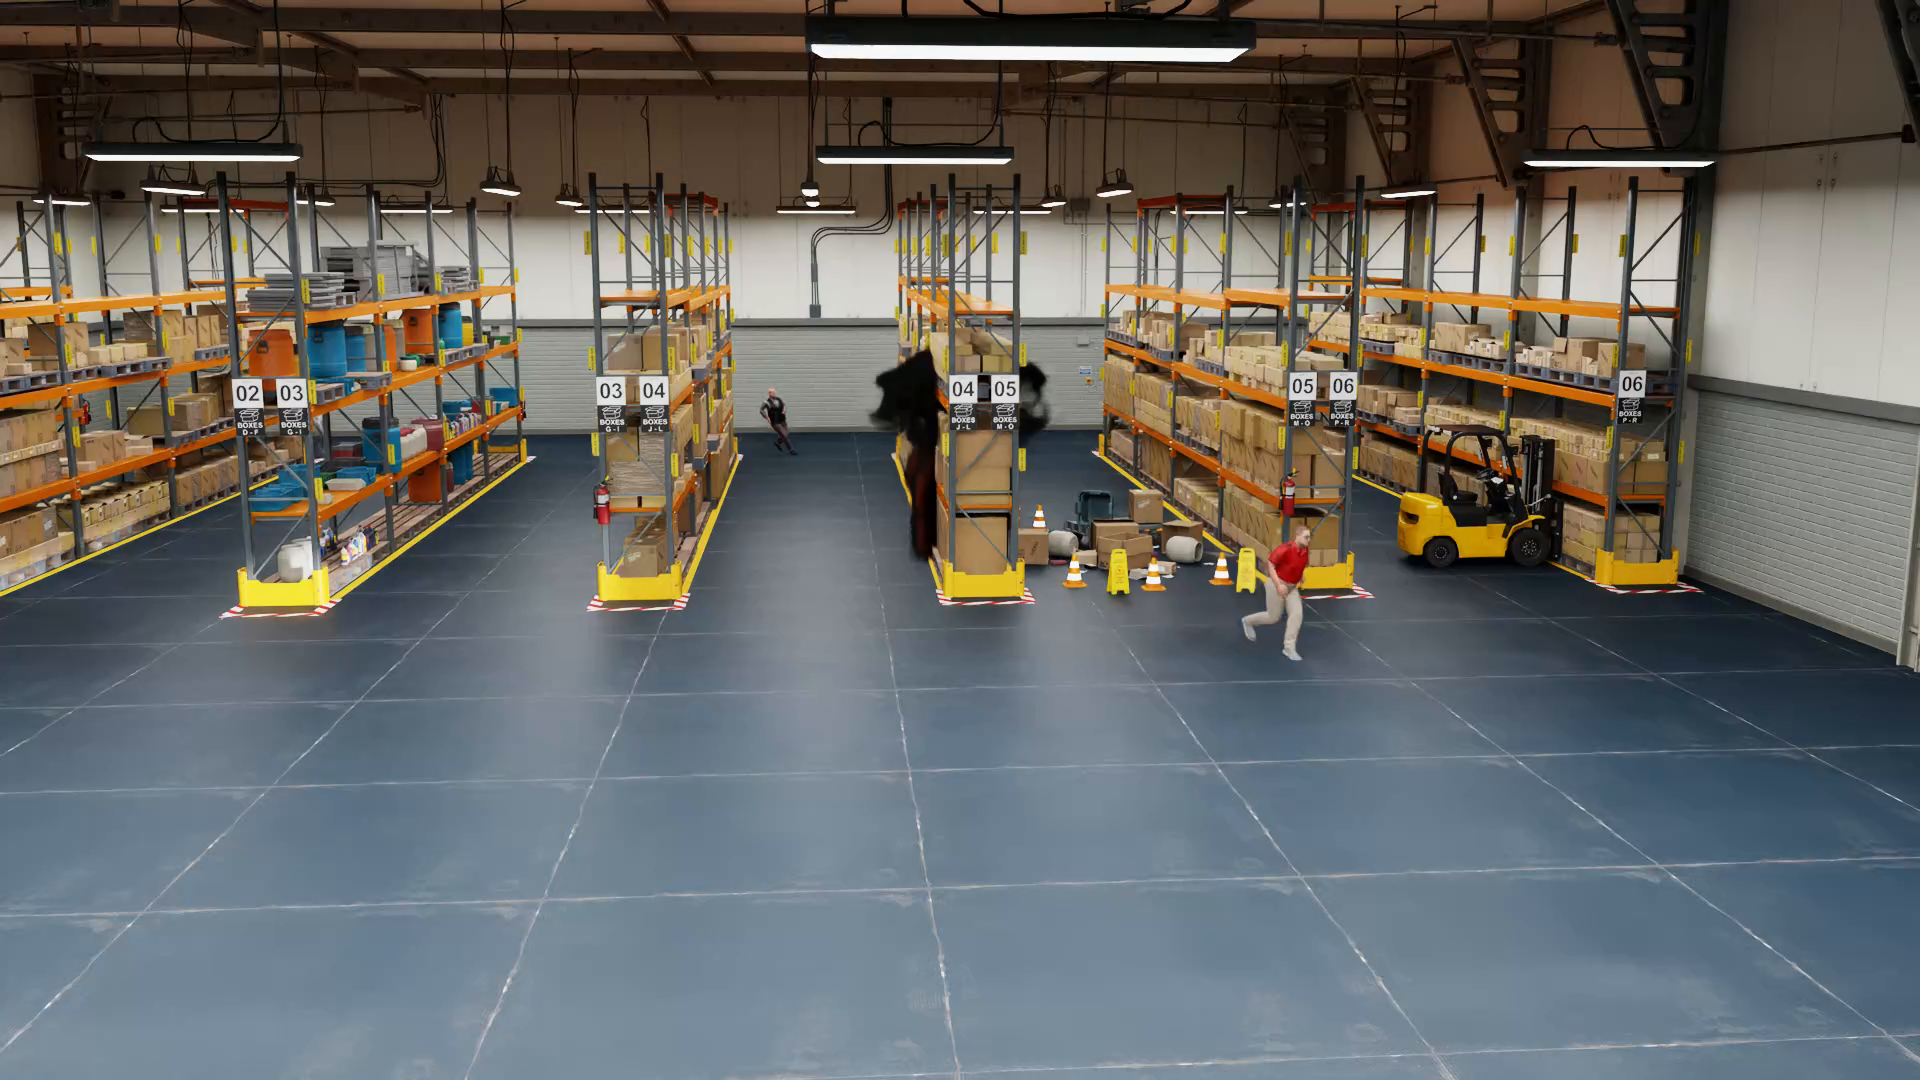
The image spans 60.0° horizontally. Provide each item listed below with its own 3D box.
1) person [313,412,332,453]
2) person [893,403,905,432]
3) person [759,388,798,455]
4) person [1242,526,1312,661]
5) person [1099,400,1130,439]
[{"bbox_3d":[-15.271,-2.812,39.764,0.911,1.672,0.662,6,12,31],"label":"person"},{"bbox_3d":[-1.263,-3.111,41.240,0.790,1.758,0.658,-8,13,-38],"label":"person"},{"bbox_3d":[-4.444,-2.863,40.263,0.758,1.625,0.794,-10,14,-44],"label":"person"},{"bbox_3d":[3.930,0.619,20.599,0.675,1.691,0.956,-10,14,-44],"label":"person"},{"bbox_3d":[3.990,-3.335,42.567,0.918,1.764,0.712,-5,11,-26],"label":"person"}]
